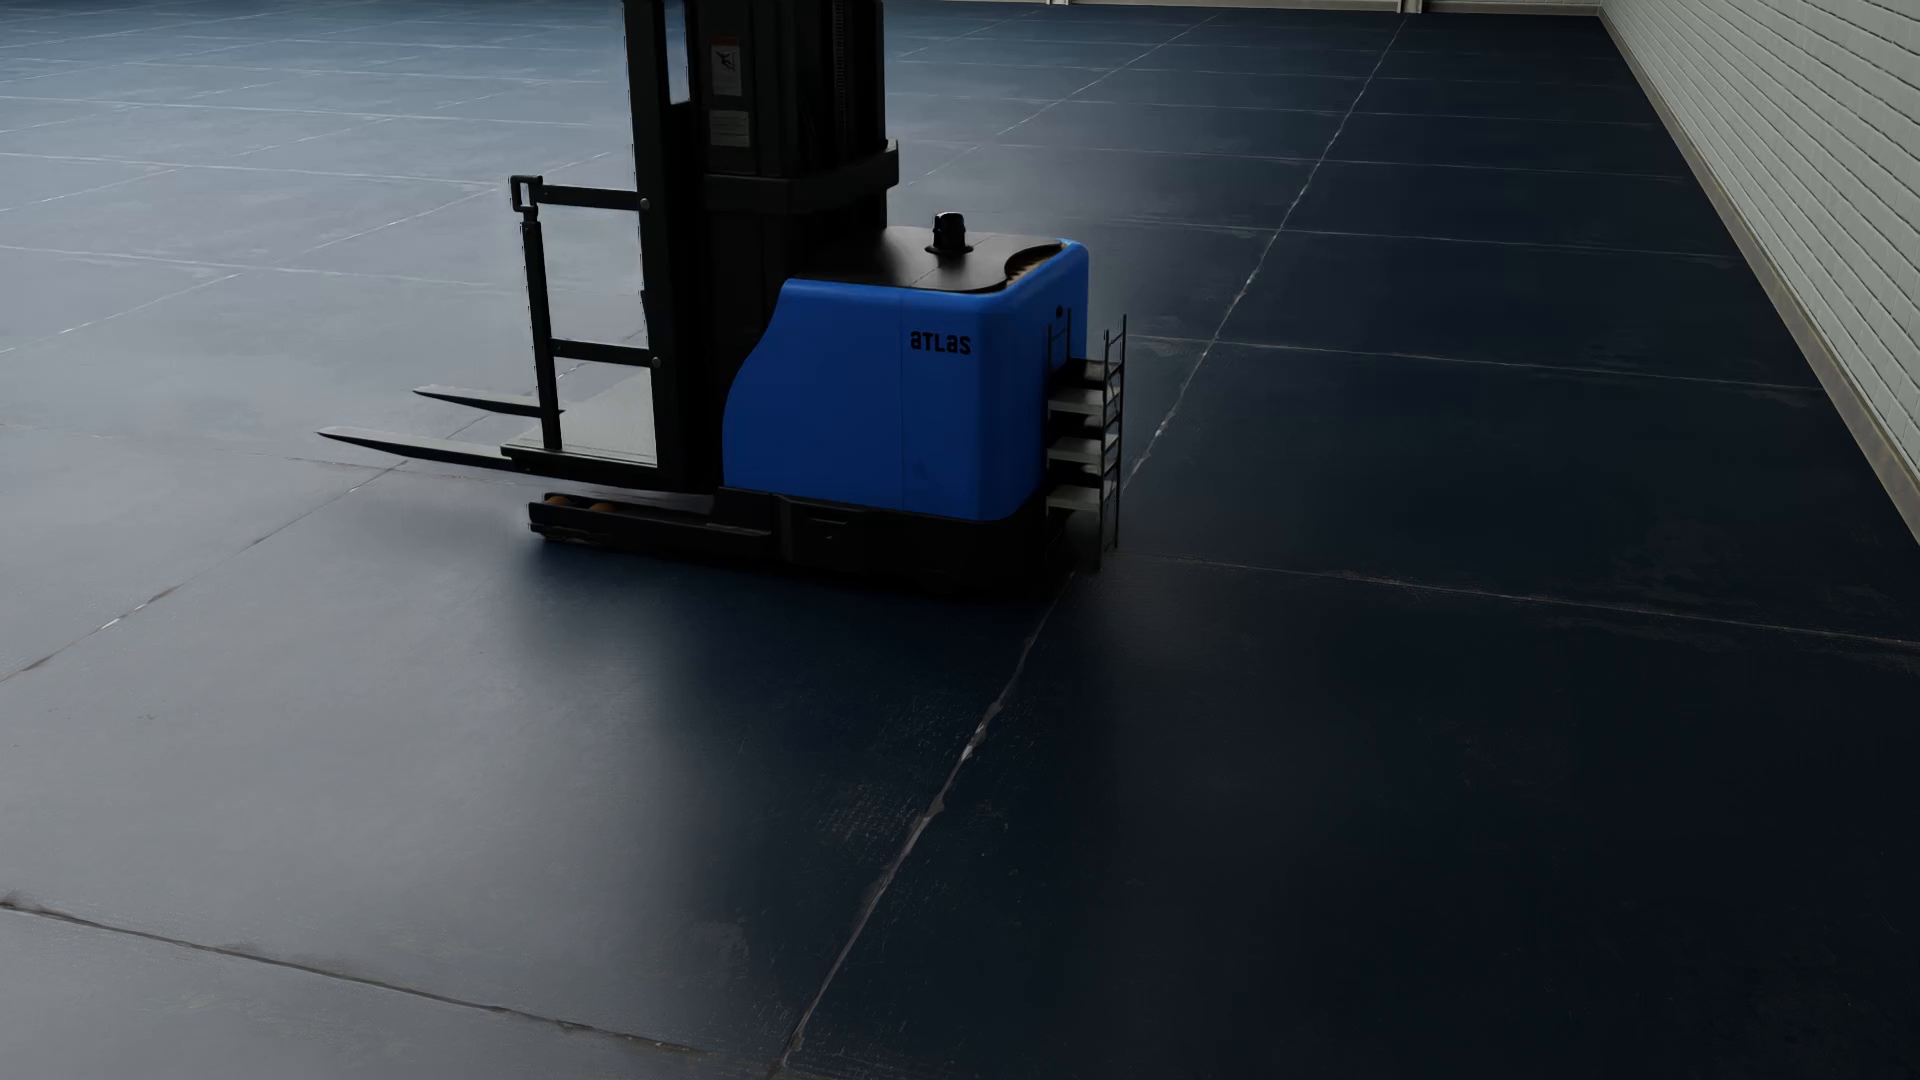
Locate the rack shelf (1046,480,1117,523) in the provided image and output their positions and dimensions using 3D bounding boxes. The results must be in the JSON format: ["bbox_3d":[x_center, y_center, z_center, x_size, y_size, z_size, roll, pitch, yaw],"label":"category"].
[{"bbox_3d":[0.444,-0.151,6.015,0.200,0.077,0.258,8,24,19],"label":"rack shelf"}]

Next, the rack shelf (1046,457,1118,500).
[{"bbox_3d":[0.444,-0.235,5.981,0.200,0.077,0.258,8,24,19],"label":"rack shelf"}]

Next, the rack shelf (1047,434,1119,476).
[{"bbox_3d":[0.444,-0.318,5.947,0.200,0.077,0.258,8,24,19],"label":"rack shelf"}]

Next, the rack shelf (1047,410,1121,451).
[{"bbox_3d":[0.444,-0.401,5.913,0.200,0.077,0.258,8,24,19],"label":"rack shelf"}]

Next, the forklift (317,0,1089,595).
[{"bbox_3d":[-1.081,-1.502,6.070,3.031,2.935,1.130,8,24,19],"label":"forklift"}]

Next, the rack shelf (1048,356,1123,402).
[{"bbox_3d":[0.444,-0.568,5.845,0.200,0.077,0.258,8,24,19],"label":"rack shelf"}]

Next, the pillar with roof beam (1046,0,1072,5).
[{"bbox_3d":[0.511,-12.059,23.811,0.400,9.000,9.100,7,23,16],"label":"pillar with roof beam"}]

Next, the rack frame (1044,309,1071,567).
[{"bbox_3d":[0.349,-0.362,5.968,0.006,0.900,0.240,8,24,19],"label":"rack frame"}]

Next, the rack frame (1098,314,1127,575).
[{"bbox_3d":[0.539,-0.335,5.901,0.006,0.900,0.240,8,24,19],"label":"rack frame"}]

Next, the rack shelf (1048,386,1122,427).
[{"bbox_3d":[0.444,-0.484,5.879,0.200,0.077,0.258,8,24,19],"label":"rack shelf"}]

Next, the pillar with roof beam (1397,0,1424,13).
[{"bbox_3d":[6.255,-11.401,22.208,0.400,9.000,9.100,7,23,16],"label":"pillar with roof beam"}]

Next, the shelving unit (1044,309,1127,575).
[{"bbox_3d":[0.444,-0.349,5.935,0.210,0.900,0.258,8,24,19],"label":"shelving unit"}]
